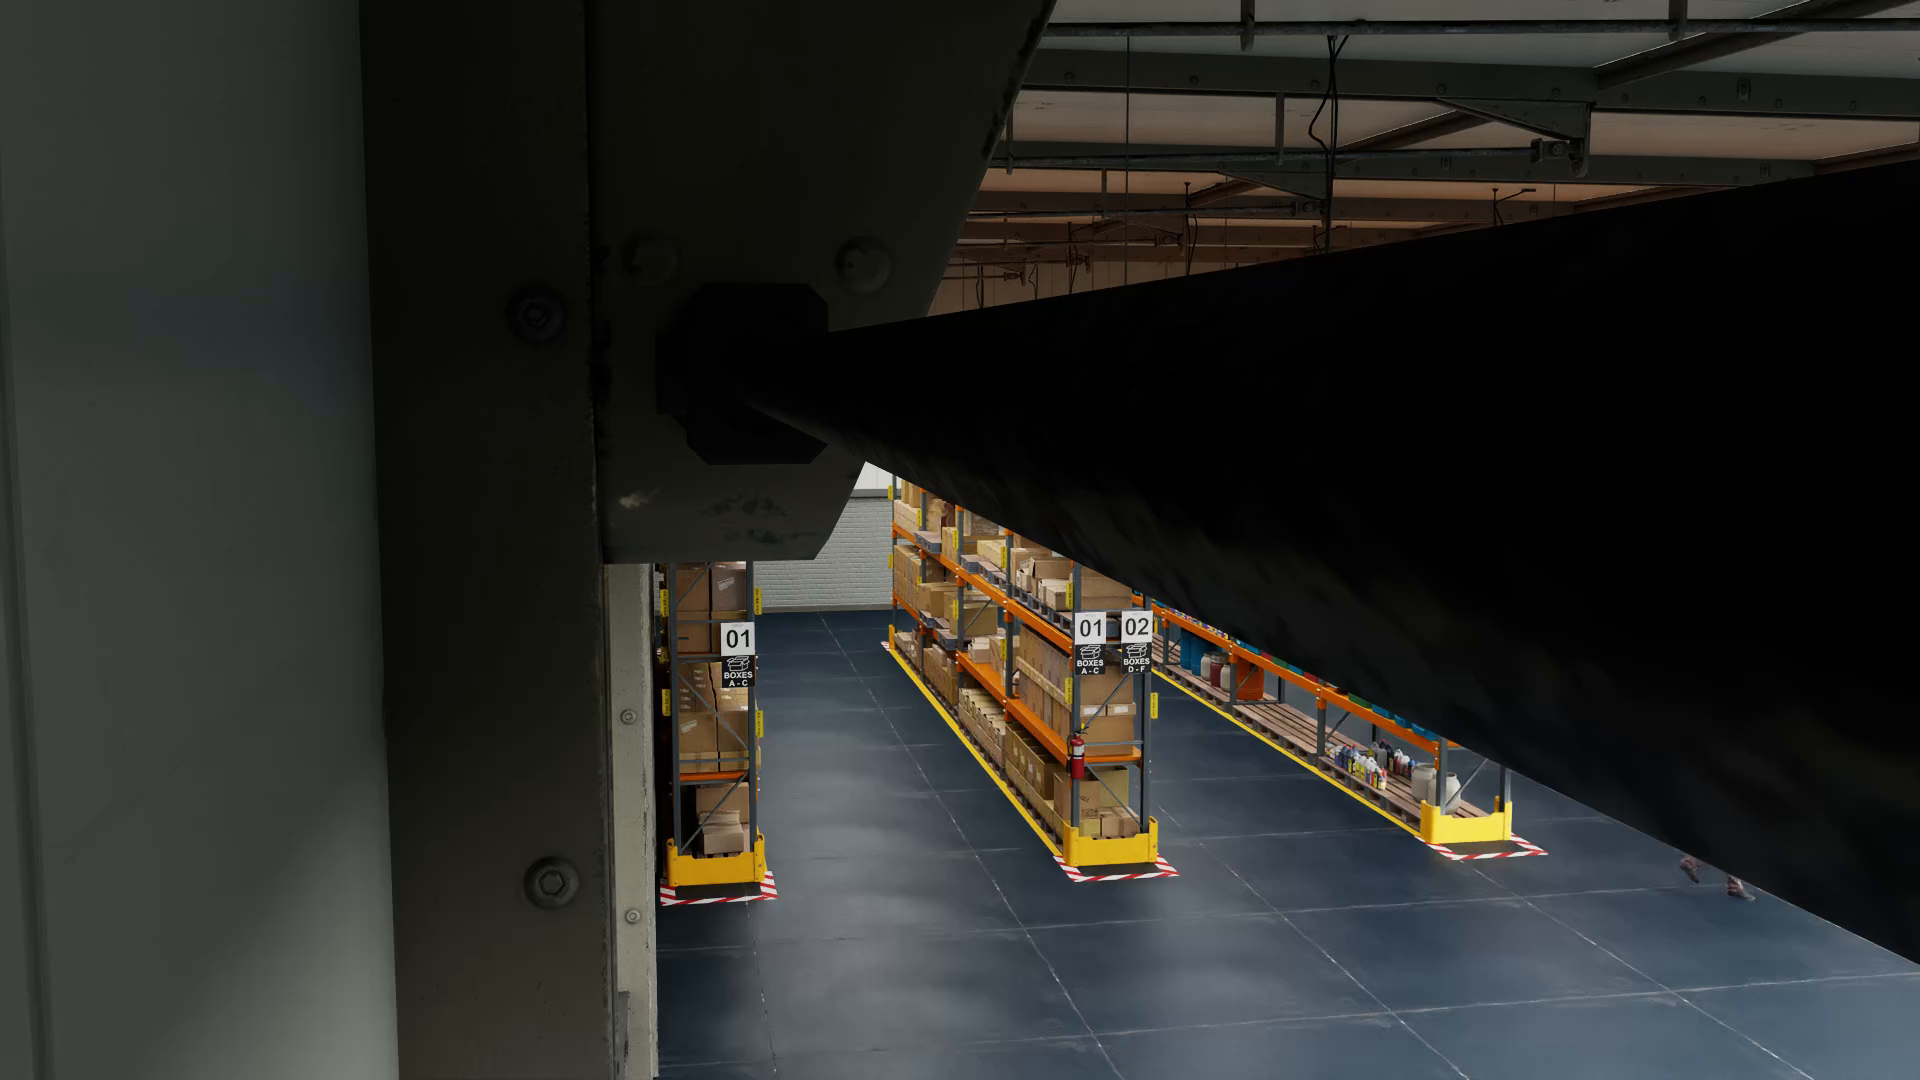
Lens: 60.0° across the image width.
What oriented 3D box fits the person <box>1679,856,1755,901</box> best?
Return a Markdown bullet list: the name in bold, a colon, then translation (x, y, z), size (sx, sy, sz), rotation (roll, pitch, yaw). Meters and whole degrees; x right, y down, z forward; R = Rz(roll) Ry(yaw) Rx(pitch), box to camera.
- **person**: translation (8.996, 3.360, 19.691), size (0.850, 1.729, 0.653), rotation (3, 7, 29)
